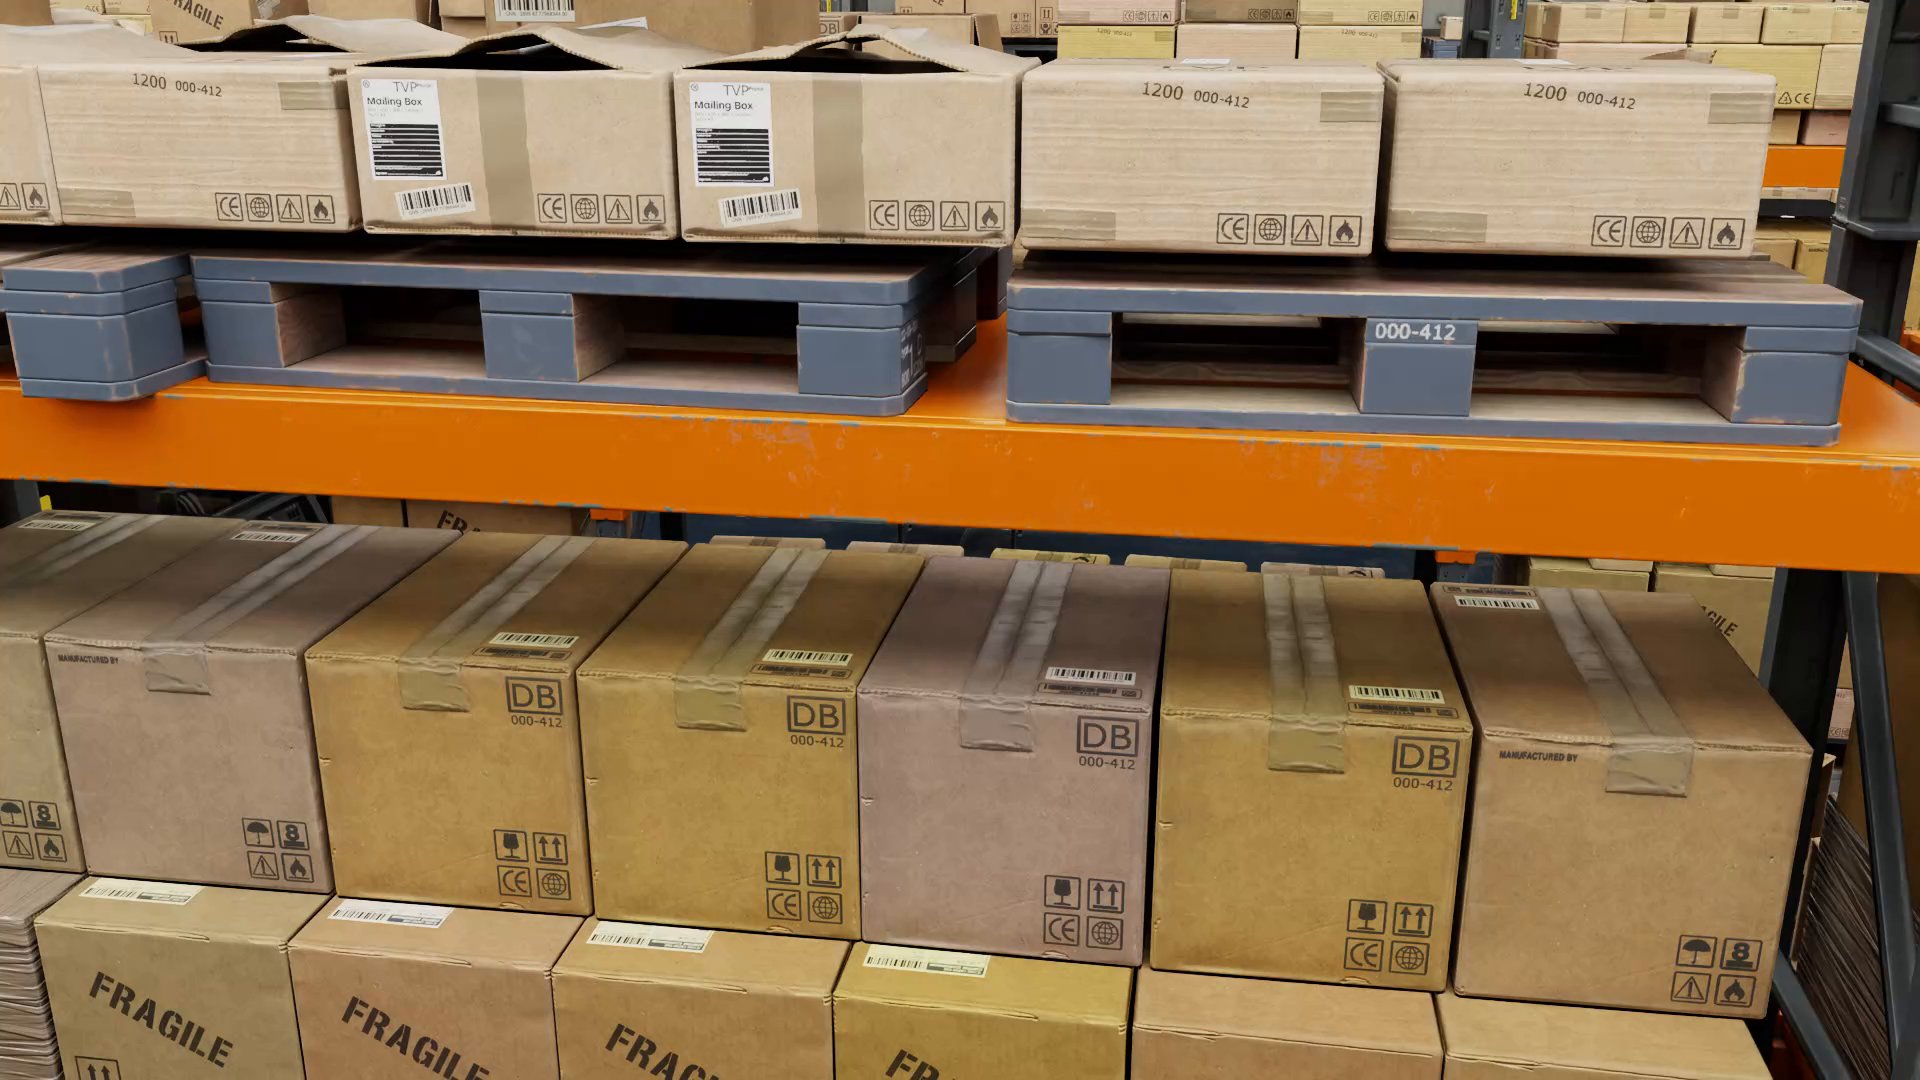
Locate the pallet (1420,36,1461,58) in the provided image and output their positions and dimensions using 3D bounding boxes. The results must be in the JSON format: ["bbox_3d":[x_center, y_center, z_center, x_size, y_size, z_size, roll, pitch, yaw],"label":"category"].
[{"bbox_3d":[3.941,-3.473,11.868,1.213,0.211,1.003,3,19,9],"label":"pallet"}]

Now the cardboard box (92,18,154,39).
[{"bbox_3d":[-3.839,-2.331,7.865,0.258,0.266,0.396,4,19,13],"label":"cardboard box"}]

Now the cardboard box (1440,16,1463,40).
[{"bbox_3d":[3.490,-3.560,11.564,0.250,0.149,0.380,3,19,10],"label":"cardboard box"}]

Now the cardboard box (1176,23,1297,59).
[{"bbox_3d":[1.213,-2.134,7.300,0.500,0.250,0.500,3,19,9],"label":"cardboard box"}]

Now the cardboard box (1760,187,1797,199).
[{"bbox_3d":[5.637,-2.396,11.587,0.250,0.149,0.380,3,19,10],"label":"cardboard box"}]

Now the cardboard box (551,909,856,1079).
[{"bbox_3d":[-0.431,0.918,3.174,0.500,0.500,0.500,3,19,8],"label":"cardboard box"}]

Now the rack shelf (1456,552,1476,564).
[{"bbox_3d":[4.286,-0.130,7.599,4.000,0.370,1.077,3,19,9],"label":"rack shelf"}]

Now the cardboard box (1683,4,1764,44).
[{"bbox_3d":[3.091,-2.115,6.810,0.250,0.149,0.380,2,19,7],"label":"cardboard box"}]

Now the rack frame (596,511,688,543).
[{"bbox_3d":[-1.638,-0.773,8.387,0.127,3.000,1.000,3,19,9],"label":"rack frame"}]

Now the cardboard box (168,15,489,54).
[{"bbox_3d":[-1.244,-0.886,3.317,0.500,0.311,0.500,3,19,9],"label":"cardboard box"}]

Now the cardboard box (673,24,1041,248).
[{"bbox_3d":[-0.140,-0.662,2.649,0.500,0.311,0.500,2,19,7],"label":"cardboard box"}]

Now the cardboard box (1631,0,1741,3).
[{"bbox_3d":[5.002,-3.714,11.467,0.637,0.503,0.797,4,19,10],"label":"cardboard box"}]

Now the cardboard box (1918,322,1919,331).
[{"bbox_3d":[4.233,-1.081,7.103,0.500,0.500,0.700,3,19,8],"label":"cardboard box"}]

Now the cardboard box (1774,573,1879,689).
[{"bbox_3d":[3.893,0.341,7.546,0.500,0.500,0.500,4,19,12],"label":"cardboard box"}]

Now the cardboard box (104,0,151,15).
[{"bbox_3d":[-6.342,-4.260,13.061,0.500,0.250,0.500,3,19,10],"label":"cardboard box"}]

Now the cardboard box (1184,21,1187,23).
[{"bbox_3d":[1.297,-2.303,7.806,0.500,0.250,0.500,3,19,8],"label":"cardboard box"}]

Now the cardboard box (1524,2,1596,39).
[{"bbox_3d":[2.659,-2.306,7.380,0.250,0.149,0.380,3,19,10],"label":"cardboard box"}]

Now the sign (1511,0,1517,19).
[{"bbox_3d":[2.227,-2.253,6.645,0.005,0.325,0.100,3,19,9],"label":"sign"}]

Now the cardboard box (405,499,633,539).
[{"bbox_3d":[-2.307,-0.026,8.840,0.875,0.875,0.875,3,19,8],"label":"cardboard box"}]

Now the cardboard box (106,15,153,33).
[{"bbox_3d":[-6.339,-4.021,13.132,0.500,0.250,0.500,3,19,10],"label":"cardboard box"}]

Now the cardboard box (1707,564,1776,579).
[{"bbox_3d":[3.473,0.034,7.441,0.250,0.149,0.380,4,19,11],"label":"cardboard box"}]

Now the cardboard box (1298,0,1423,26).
[{"bbox_3d":[1.719,-2.349,7.156,0.500,0.250,0.500,3,19,10],"label":"cardboard box"}]

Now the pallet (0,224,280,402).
[{"bbox_3d":[-1.679,-0.535,3.244,1.003,0.211,1.213,4,19,11],"label":"pallet"}]

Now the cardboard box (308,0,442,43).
[{"bbox_3d":[-2.646,-2.433,7.800,0.500,0.500,0.700,2,19,6],"label":"cardboard box"}]

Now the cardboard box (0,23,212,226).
[{"bbox_3d":[-1.644,-0.739,2.878,0.500,0.311,0.500,3,19,9],"label":"cardboard box"}]

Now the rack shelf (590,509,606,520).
[{"bbox_3d":[-3.613,-0.533,8.802,4.000,0.370,1.077,3,19,9],"label":"rack shelf"}]

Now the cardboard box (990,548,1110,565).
[{"bbox_3d":[0.396,0.380,8.421,0.625,0.372,0.950,4,19,10],"label":"cardboard box"}]

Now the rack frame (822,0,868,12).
[{"bbox_3d":[-0.854,-5.174,12.084,0.127,3.000,1.000,3,19,9],"label":"rack frame"}]

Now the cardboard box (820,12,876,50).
[{"bbox_3d":[-0.704,-2.193,7.744,0.500,0.500,0.700,3,19,9],"label":"cardboard box"}]

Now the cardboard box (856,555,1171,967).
[{"bbox_3d":[0.128,0.388,3.182,0.500,0.500,0.700,3,19,9],"label":"cardboard box"}]

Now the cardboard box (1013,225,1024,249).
[{"bbox_3d":[0.553,-2.338,12.513,0.500,0.250,0.500,2,19,7],"label":"cardboard box"}]

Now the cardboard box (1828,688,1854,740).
[{"bbox_3d":[3.904,0.696,7.667,0.500,0.250,0.500,3,19,8],"label":"cardboard box"}]

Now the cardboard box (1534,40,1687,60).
[{"bbox_3d":[2.702,-1.957,6.964,0.500,0.250,0.500,3,19,7],"label":"cardboard box"}]

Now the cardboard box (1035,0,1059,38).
[{"bbox_3d":[0.827,-3.881,11.971,0.500,0.500,0.500,3,19,10],"label":"cardboard box"}]

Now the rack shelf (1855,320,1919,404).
[{"bbox_3d":[3.601,0.003,2.473,4.000,0.370,1.077,3,19,9],"label":"rack shelf"}]

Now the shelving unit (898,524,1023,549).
[{"bbox_3d":[0.007,-0.711,10.564,0.755,1.500,0.431,3,19,9],"label":"shelving unit"}]

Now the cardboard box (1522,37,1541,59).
[{"bbox_3d":[2.792,-2.127,7.472,0.500,0.250,0.500,3,19,8],"label":"cardboard box"}]

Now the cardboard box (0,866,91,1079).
[{"bbox_3d":[-1.923,0.842,3.401,0.500,0.500,0.500,3,19,9],"label":"cardboard box"}]

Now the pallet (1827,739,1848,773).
[{"bbox_3d":[4.188,0.834,7.979,1.213,0.211,1.003,3,19,9],"label":"pallet"}]

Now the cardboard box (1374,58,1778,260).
[{"bbox_3d":[0.903,-0.600,2.558,0.500,0.250,0.500,3,19,9],"label":"cardboard box"}]

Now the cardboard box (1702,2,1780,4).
[{"bbox_3d":[3.447,-2.304,7.374,0.250,0.149,0.380,3,19,10],"label":"cardboard box"}]

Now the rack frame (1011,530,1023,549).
[{"bbox_3d":[0.368,-0.692,10.509,0.023,1.500,0.400,3,19,9],"label":"rack frame"}]

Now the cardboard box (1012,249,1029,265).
[{"bbox_3d":[0.404,-1.150,8.224,0.500,0.500,0.500,2,19,6],"label":"cardboard box"}]

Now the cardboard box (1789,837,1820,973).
[{"bbox_3d":[3.200,1.409,5.585,0.503,0.637,0.797,3,19,9],"label":"cardboard box"}]

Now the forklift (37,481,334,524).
[{"bbox_3d":[-2.379,0.060,6.004,3.031,2.935,1.130,4,19,11],"label":"forklift"}]

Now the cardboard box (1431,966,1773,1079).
[{"bbox_3d":[1.068,0.994,2.948,0.500,0.500,0.500,3,19,8],"label":"cardboard box"}]

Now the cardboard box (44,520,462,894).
[{"bbox_3d":[-1.382,0.312,3.411,0.500,0.500,0.700,3,19,8],"label":"cardboard box"}]
